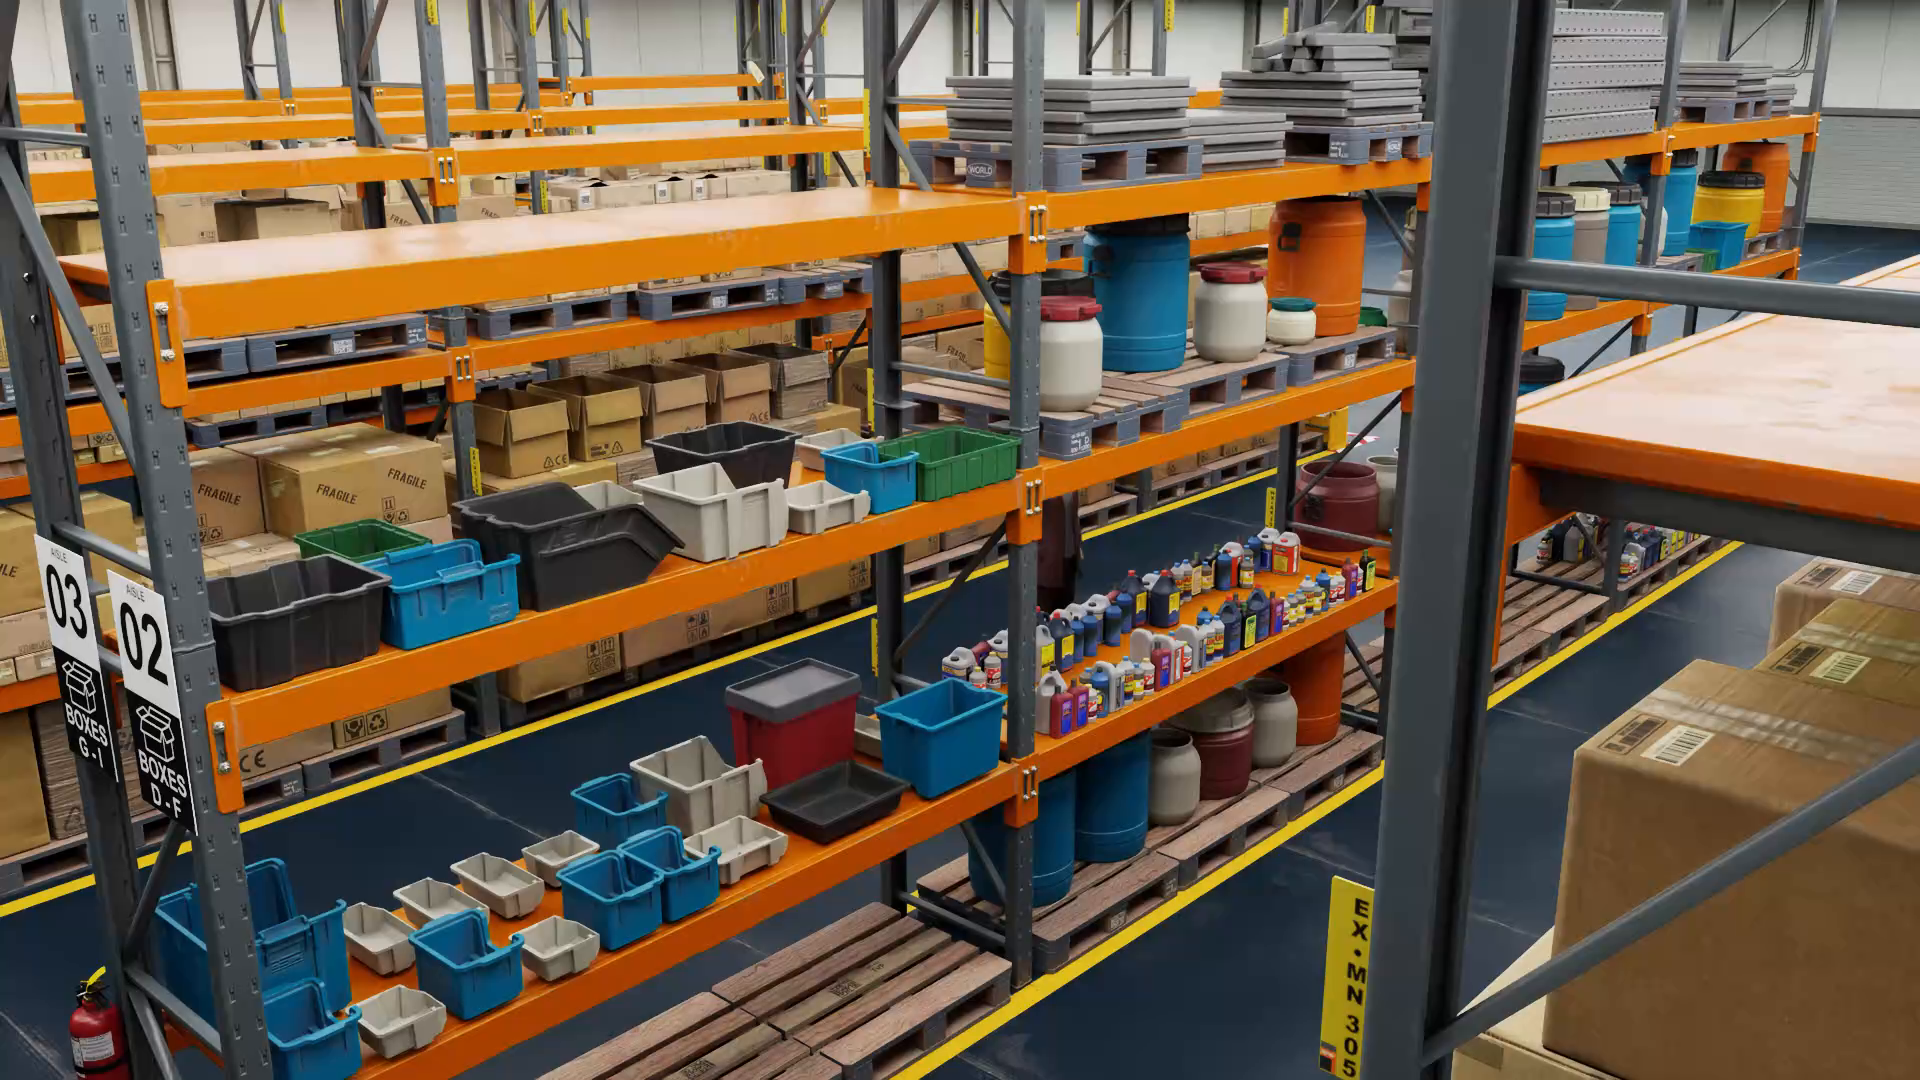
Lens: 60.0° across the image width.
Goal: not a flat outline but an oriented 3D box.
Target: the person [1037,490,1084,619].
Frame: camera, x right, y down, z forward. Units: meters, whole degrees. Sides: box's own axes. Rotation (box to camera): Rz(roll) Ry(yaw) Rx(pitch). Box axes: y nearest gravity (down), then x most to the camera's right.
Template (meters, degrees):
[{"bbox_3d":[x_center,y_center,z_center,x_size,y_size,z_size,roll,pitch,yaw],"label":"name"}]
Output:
[{"bbox_3d":[0.768,0.113,13.242,0.397,1.809,0.561,15,22,41],"label":"person"}]
